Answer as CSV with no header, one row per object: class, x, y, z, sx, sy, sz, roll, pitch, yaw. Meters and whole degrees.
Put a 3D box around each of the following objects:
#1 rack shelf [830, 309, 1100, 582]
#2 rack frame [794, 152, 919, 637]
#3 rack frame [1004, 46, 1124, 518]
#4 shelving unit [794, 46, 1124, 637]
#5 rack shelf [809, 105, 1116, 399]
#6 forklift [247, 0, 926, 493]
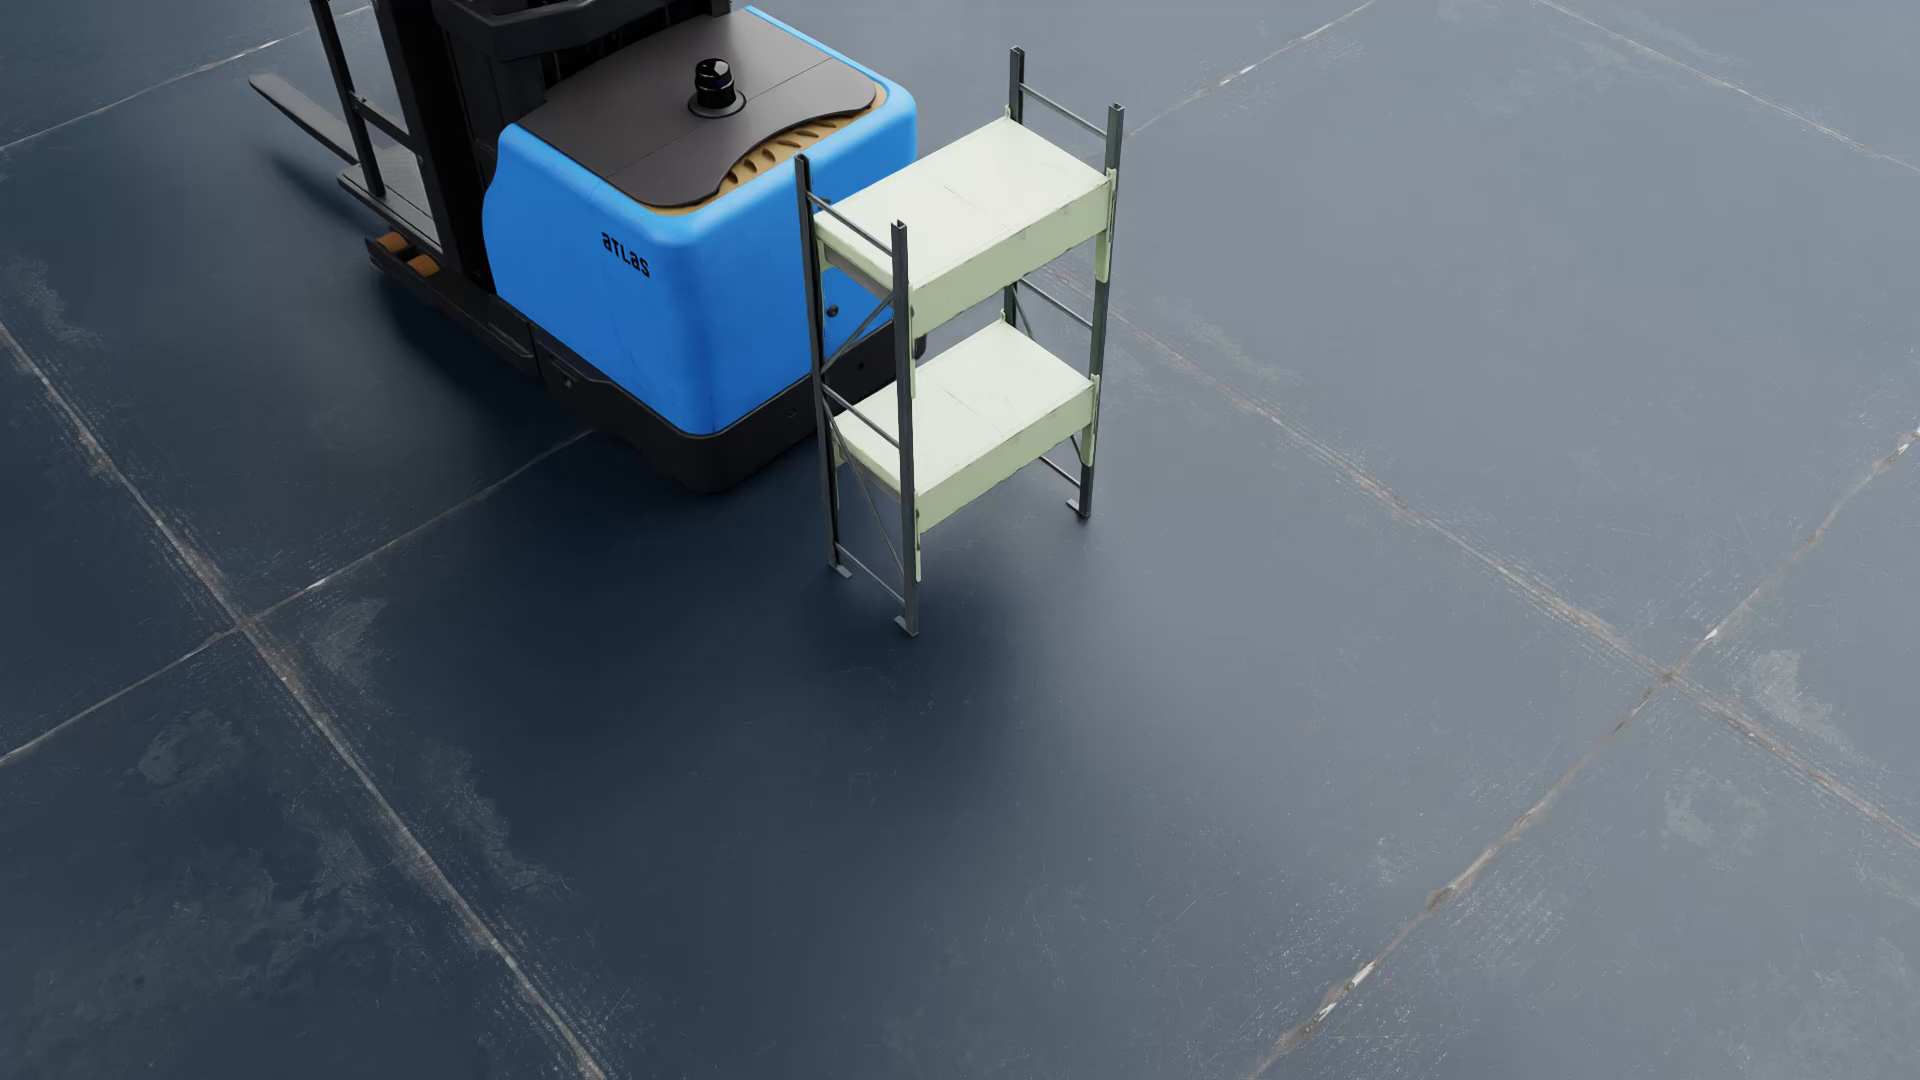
rack shelf,0.005,-0.291,4.941,0.720,0.370,0.431,-34,56,-27
rack frame,-0.266,-0.331,4.535,0.023,1.500,0.400,-34,56,-27
rack frame,0.276,-0.693,4.869,0.023,1.500,0.400,-34,56,-27
shelving unit,0.005,-0.512,4.702,0.755,1.500,0.431,-34,56,-27
rack shelf,0.005,-0.777,4.415,0.720,0.370,0.431,-34,56,-27
forklift,-1.531,-2.110,5.202,3.031,2.935,1.130,35,56,28
